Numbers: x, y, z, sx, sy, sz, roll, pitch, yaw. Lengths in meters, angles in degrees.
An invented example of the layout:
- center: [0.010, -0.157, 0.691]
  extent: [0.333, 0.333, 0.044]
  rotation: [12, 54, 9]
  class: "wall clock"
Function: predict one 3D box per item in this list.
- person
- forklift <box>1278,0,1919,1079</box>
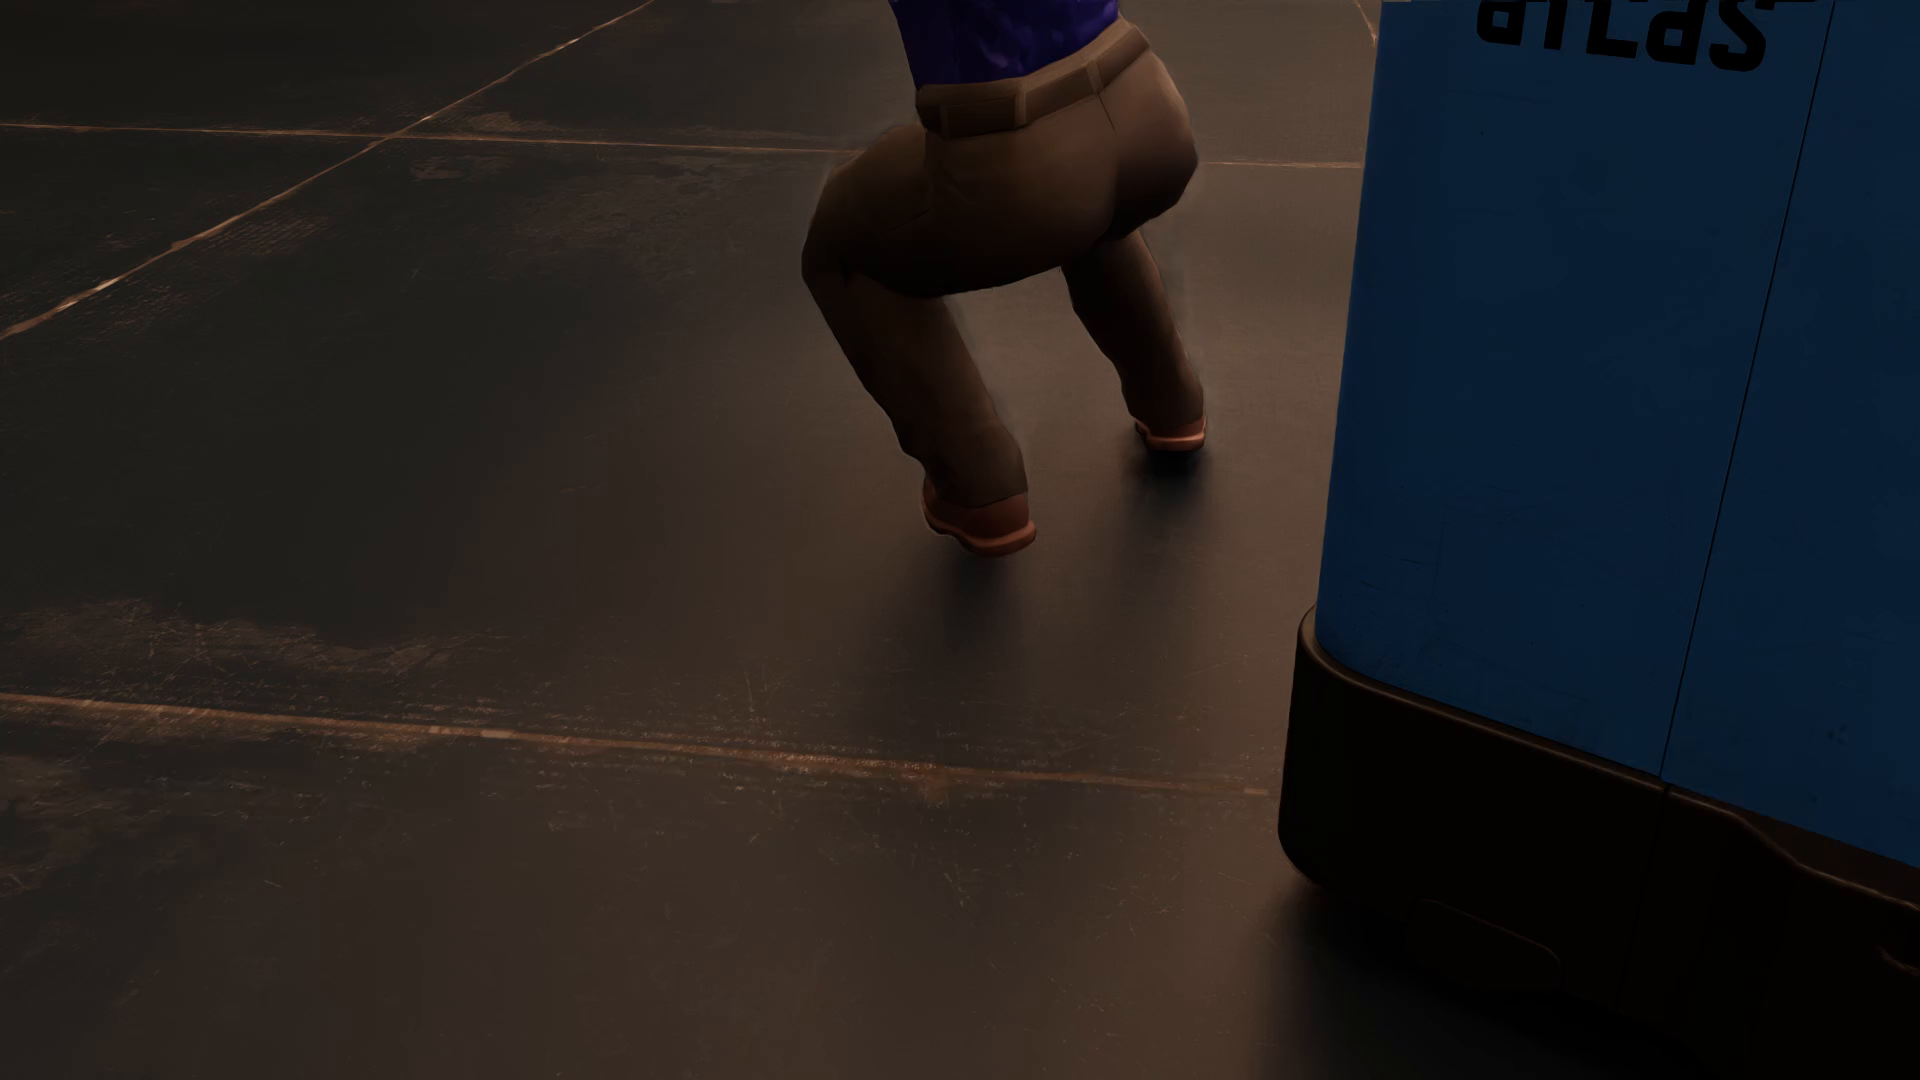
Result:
- center: [-0.094, -0.572, 2.124]
  extent: [0.756, 1.378, 1.518]
  rotation: [23, 35, 38]
  class: "person"
- center: [1.806, -0.699, 0.618]
  extent: [3.031, 2.935, 1.130]
  rotation: [19, 32, 33]
  class: "forklift"
